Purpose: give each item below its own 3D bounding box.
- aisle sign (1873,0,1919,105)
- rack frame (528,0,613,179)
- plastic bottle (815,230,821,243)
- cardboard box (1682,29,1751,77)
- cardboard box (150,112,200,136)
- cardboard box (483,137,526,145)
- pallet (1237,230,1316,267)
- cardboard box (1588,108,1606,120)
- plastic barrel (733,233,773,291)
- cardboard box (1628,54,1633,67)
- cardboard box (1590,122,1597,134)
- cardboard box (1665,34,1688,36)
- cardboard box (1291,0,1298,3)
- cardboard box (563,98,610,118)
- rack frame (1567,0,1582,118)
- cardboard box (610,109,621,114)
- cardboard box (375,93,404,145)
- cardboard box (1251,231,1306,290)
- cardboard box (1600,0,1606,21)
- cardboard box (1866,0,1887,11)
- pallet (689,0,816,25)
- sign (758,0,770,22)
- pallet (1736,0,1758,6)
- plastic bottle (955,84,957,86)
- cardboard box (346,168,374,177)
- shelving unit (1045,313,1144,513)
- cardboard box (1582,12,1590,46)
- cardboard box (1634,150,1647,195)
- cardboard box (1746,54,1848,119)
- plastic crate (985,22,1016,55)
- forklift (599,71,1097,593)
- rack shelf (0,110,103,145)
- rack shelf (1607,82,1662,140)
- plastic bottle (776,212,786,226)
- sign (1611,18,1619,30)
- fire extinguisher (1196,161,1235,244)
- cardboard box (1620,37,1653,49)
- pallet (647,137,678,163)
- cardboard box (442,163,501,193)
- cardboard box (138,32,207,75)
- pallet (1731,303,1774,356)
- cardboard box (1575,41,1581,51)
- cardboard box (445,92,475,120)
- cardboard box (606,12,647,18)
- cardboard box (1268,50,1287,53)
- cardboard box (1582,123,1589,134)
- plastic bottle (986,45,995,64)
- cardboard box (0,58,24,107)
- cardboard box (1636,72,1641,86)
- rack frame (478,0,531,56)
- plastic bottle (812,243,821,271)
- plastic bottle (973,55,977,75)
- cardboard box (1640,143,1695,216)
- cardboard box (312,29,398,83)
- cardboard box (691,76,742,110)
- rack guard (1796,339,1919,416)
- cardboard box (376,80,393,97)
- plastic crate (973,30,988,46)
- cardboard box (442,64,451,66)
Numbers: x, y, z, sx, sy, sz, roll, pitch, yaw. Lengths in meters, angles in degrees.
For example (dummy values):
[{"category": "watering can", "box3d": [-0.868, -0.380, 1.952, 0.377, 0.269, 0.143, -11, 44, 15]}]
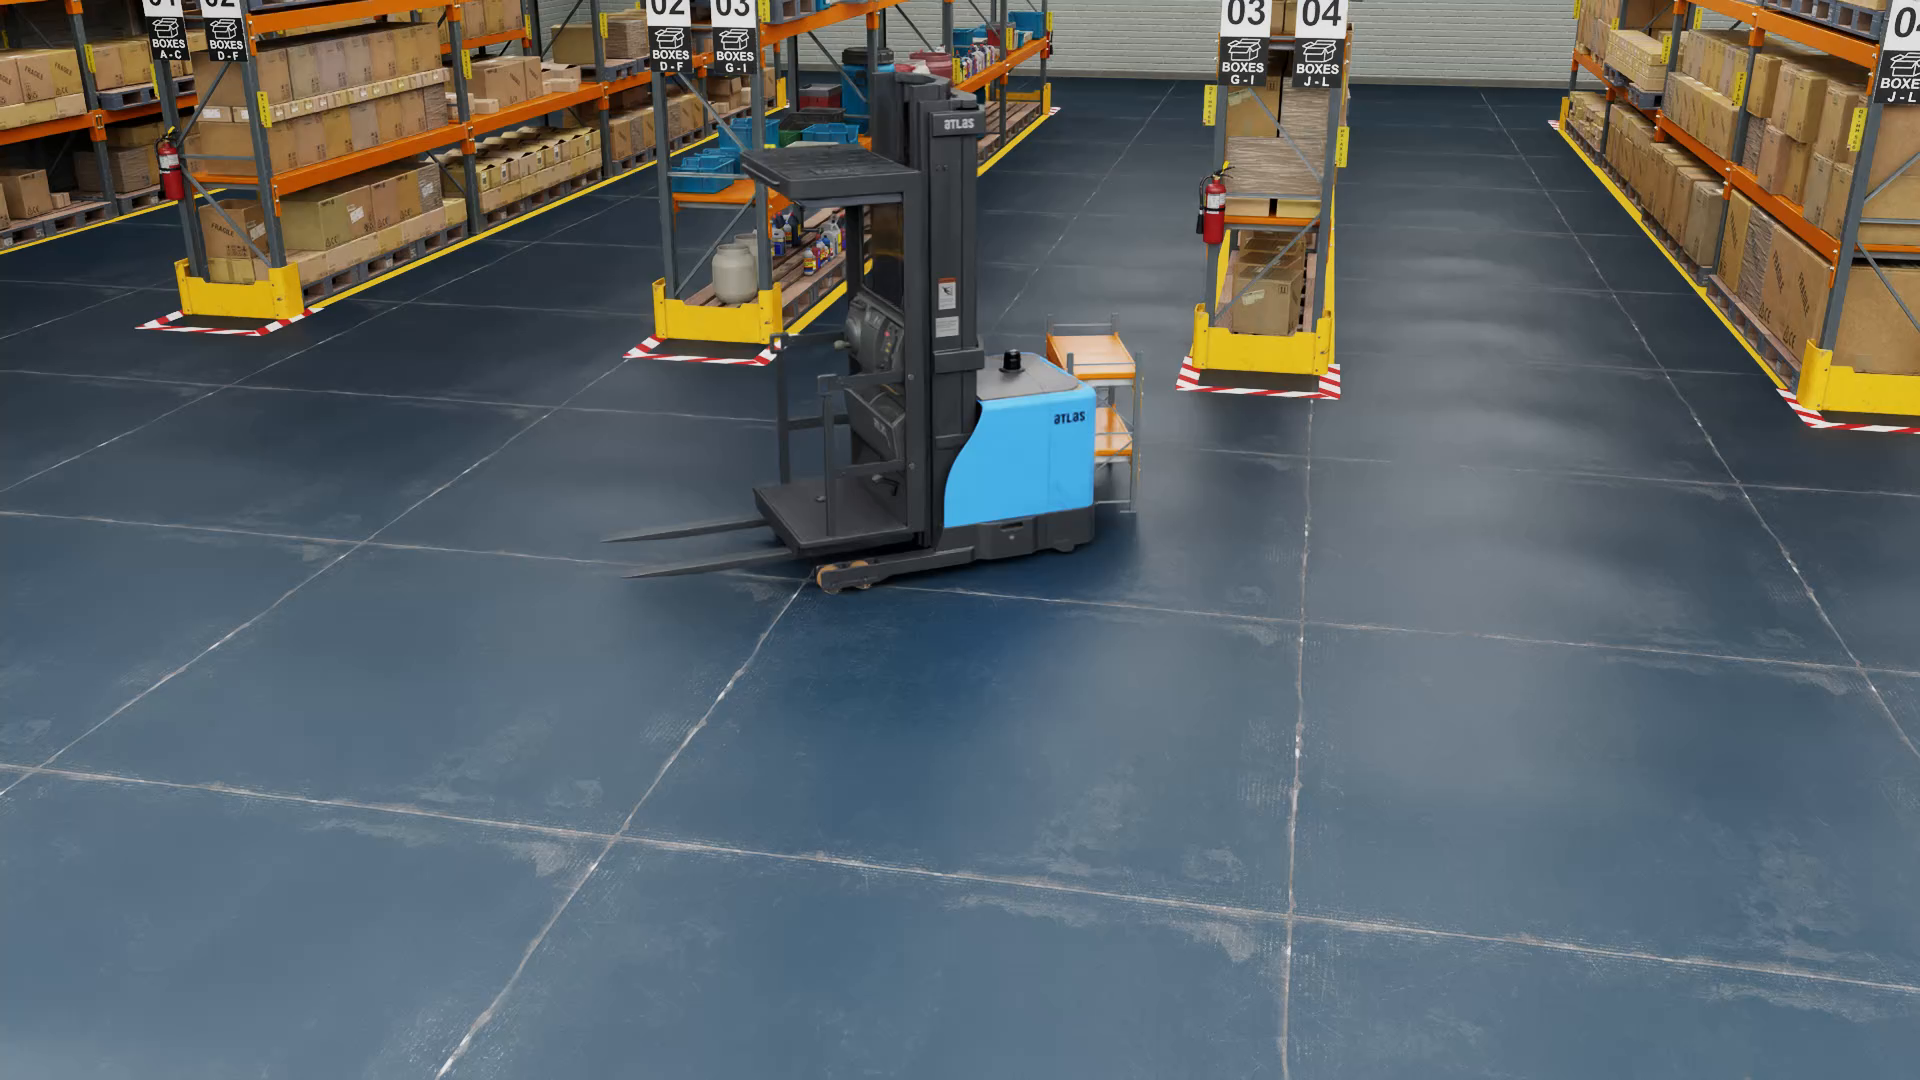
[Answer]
[{"category": "aisle sign", "box3d": [7.152, -3.679, 12.494, 0.394, 0.787, 0.004, 4, 22, 11]}, {"category": "rack frame", "box3d": [-5.440, -6.574, 23.161, 1.000, 3.000, 0.127, 4, 22, 11]}, {"category": "plastic bottle", "box3d": [-1.503, -3.179, 17.779, 0.061, 0.283, 0.133, 4, 22, 11]}, {"category": "cardboard box", "box3d": [8.991, -5.749, 19.641, 0.700, 0.500, 0.500, 4, 22, 11]}, {"category": "cardboard box", "box3d": [-10.664, -5.683, 22.703, 0.500, 0.250, 0.500, 4, 22, 11]}, {"category": "cardboard box", "box3d": [-6.040, -5.205, 22.130, 0.500, 0.311, 0.500, 4, 22, 9]}, {"category": "pallet", "box3d": [3.598, -3.346, 18.879, 1.003, 0.211, 1.213, 4, 22, 11]}, {"category": "cardboard box", "box3d": [9.877, -6.547, 25.551, 0.380, 0.149, 0.250, 3, 22, 8]}, {"category": "plastic barrel", "box3d": [-2.062, -2.740, 16.409, 0.421, 0.512, 0.421, 0, 22, 0]}, {"category": "cardboard box", "box3d": [9.008, -6.306, 21.872, 0.380, 0.149, 0.250, 5, 22, 12]}, {"category": "cardboard box", "box3d": [9.742, -6.214, 25.124, 0.380, 0.149, 0.250, 4, 22, 9]}, {"category": "cardboard box", "box3d": [9.909, -6.865, 22.862, 0.380, 0.149, 0.250, 4, 22, 9]}, {"category": "cardboard box", "box3d": [2.907, -4.481, 13.618, 0.380, 0.149, 0.250, 4, 22, 11]}, {"category": "cardboard box", "box3d": [-5.472, -6.347, 24.352, 0.500, 0.250, 0.500, 5, 23, 13]}, {"category": "rack frame", "box3d": [10.725, -8.328, 27.517, 1.000, 3.000, 0.127, 4, 22, 11]}, {"category": "cardboard box", "box3d": [-5.373, -6.168, 24.910, 0.500, 0.500, 0.500, 4, 22, 9]}, {"category": "cardboard box", "box3d": [-6.548, -4.618, 18.171, 0.700, 0.500, 0.500, 5, 22, 12]}, {"category": "cardboard box", "box3d": [3.161, -2.803, 16.583, 0.500, 0.500, 0.500, 2, 22, 6]}, {"category": "cardboard box", "box3d": [9.958, -8.081, 25.034, 0.500, 0.500, 0.500, 5, 22, 12]}, {"category": "cardboard box", "box3d": [7.196, -4.140, 12.743, 0.380, 0.149, 0.250, 4, 22, 11]}, {"category": "pallet", "box3d": [-1.959, -4.868, 15.163, 1.003, 0.211, 1.213, 4, 22, 11]}, {"category": "sign", "box3d": [-1.686, -4.621, 14.286, 0.100, 0.325, 0.005, 4, 22, 11]}, {"category": "pallet", "box3d": [8.415, -5.581, 16.937, 0.805, 0.209, 1.217, 4, 22, 9]}, {"category": "plastic bottle", "box3d": [-0.075, -6.391, 22.864, 0.061, 0.283, 0.133, 4, 22, 11]}, {"category": "cardboard box", "box3d": [-6.861, -3.867, 18.554, 0.500, 0.500, 0.500, 4, 22, 11]}, {"category": "shelving unit", "box3d": [0.911, -0.896, 11.573, 0.538, 1.125, 1.048, -2, 22, -4]}, {"category": "cardboard box", "box3d": [10.278, -8.172, 26.596, 0.500, 0.500, 0.500, 5, 22, 11]}, {"category": "cardboard box", "box3d": [8.971, -4.698, 21.288, 0.500, 0.500, 0.500, 4, 22, 11]}, {"category": "cardboard box", "box3d": [8.167, -4.378, 16.062, 0.875, 0.550, 0.550, 4, 22, 11]}, {"category": "plastic crate", "box3d": [0.652, -8.023, 26.593, 0.402, 0.464, 0.583, 4, 22, 11]}, {"category": "forklift", "box3d": [-0.706, -1.262, 10.064, 3.031, 2.935, 1.130, -8, 23, -20]}, {"category": "rack shelf", "box3d": [-11.514, -4.422, 18.781, 1.077, 0.370, 4.000, 4, 22, 11]}, {"category": "rack shelf", "box3d": [9.500, -5.800, 22.203, 1.077, 0.370, 4.000, 4, 22, 11]}, {"category": "plastic bottle", "box3d": [-1.979, -3.444, 18.346, 0.144, 0.351, 0.185, 5, 22, 12]}, {"category": "sign", "box3d": [9.376, -7.305, 23.819, 0.100, 0.325, 0.005, 4, 22, 11]}, {"category": "fire extinguisher", "box3d": [2.150, -2.849, 14.016, 0.296, 0.674, 0.183, 4, 22, 11]}, {"category": "cardboard box", "box3d": [9.167, -6.730, 22.526, 0.380, 0.149, 0.250, 4, 22, 10]}, {"category": "pallet", "box3d": [-4.999, -5.995, 25.458, 1.003, 0.211, 1.213, 4, 22, 11]}, {"category": "cardboard box", "box3d": [-5.928, -4.423, 20.188, 0.500, 0.311, 0.500, 5, 22, 11]}, {"category": "cardboard box", "box3d": [-10.609, -6.571, 22.430, 0.700, 0.500, 0.500, 4, 22, 11]}, {"category": "pallet", "box3d": [7.797, -1.926, 15.354, 1.003, 0.211, 1.213, 4, 22, 11]}, {"category": "cardboard box", "box3d": [10.338, -8.118, 27.332, 0.380, 0.149, 0.250, 4, 22, 10]}, {"category": "cardboard box", "box3d": [-6.198, -5.225, 20.012, 0.500, 0.250, 0.500, 6, 23, 14]}, {"category": "cardboard box", "box3d": [-5.018, -7.865, 25.672, 0.700, 0.500, 0.500, 8, 23, 19]}, {"category": "cardboard box", "box3d": [2.897, -4.492, 16.121, 0.500, 0.500, 0.500, 4, 22, 11]}, {"category": "cardboard box", "box3d": [10.002, -6.467, 26.149, 0.380, 0.149, 0.250, 4, 22, 11]}, {"category": "plastic bottle", "box3d": [0.461, -7.432, 25.457, 0.152, 0.276, 0.135, 4, 22, 11]}, {"category": "cardboard box", "box3d": [-11.110, -5.212, 18.950, 0.500, 0.500, 0.500, 4, 22, 9]}, {"category": "cardboard box", "box3d": [8.847, -5.881, 21.215, 0.380, 0.149, 0.250, 5, 22, 12]}, {"category": "rack frame", "box3d": [-8.658, -9.876, 31.360, 1.000, 3.000, 0.127, 4, 22, 11]}, {"category": "plastic bottle", "box3d": [-1.485, -2.934, 17.171, 0.061, 0.283, 0.133, 5, 22, 12]}, {"category": "plastic bottle", "box3d": [0.206, -6.895, 24.114, 0.061, 0.283, 0.133, 4, 22, 11]}, {"category": "cardboard box", "box3d": [8.880, -4.338, 20.058, 1.050, 0.750, 0.750, 4, 22, 10]}, {"category": "cardboard box", "box3d": [-6.545, -5.228, 17.950, 0.700, 0.500, 0.500, 4, 22, 11]}, {"category": "cardboard box", "box3d": [-4.245, -7.770, 28.885, 0.797, 0.503, 0.637, 4, 22, 11]}, {"category": "rack guard", "box3d": [7.455, -1.308, 13.433, 1.175, 0.500, 0.348, 4, 22, 11]}, {"category": "cardboard box", "box3d": [-6.362, -4.878, 17.949, 0.380, 0.149, 0.250, 5, 22, 12]}, {"category": "plastic crate", "box3d": [0.338, -8.414, 27.875, 0.416, 0.233, 0.300, 4, 22, 11]}, {"category": "cardboard box", "box3d": [-9.234, -8.359, 29.508, 0.380, 0.149, 0.250, 5, 22, 11]}]
